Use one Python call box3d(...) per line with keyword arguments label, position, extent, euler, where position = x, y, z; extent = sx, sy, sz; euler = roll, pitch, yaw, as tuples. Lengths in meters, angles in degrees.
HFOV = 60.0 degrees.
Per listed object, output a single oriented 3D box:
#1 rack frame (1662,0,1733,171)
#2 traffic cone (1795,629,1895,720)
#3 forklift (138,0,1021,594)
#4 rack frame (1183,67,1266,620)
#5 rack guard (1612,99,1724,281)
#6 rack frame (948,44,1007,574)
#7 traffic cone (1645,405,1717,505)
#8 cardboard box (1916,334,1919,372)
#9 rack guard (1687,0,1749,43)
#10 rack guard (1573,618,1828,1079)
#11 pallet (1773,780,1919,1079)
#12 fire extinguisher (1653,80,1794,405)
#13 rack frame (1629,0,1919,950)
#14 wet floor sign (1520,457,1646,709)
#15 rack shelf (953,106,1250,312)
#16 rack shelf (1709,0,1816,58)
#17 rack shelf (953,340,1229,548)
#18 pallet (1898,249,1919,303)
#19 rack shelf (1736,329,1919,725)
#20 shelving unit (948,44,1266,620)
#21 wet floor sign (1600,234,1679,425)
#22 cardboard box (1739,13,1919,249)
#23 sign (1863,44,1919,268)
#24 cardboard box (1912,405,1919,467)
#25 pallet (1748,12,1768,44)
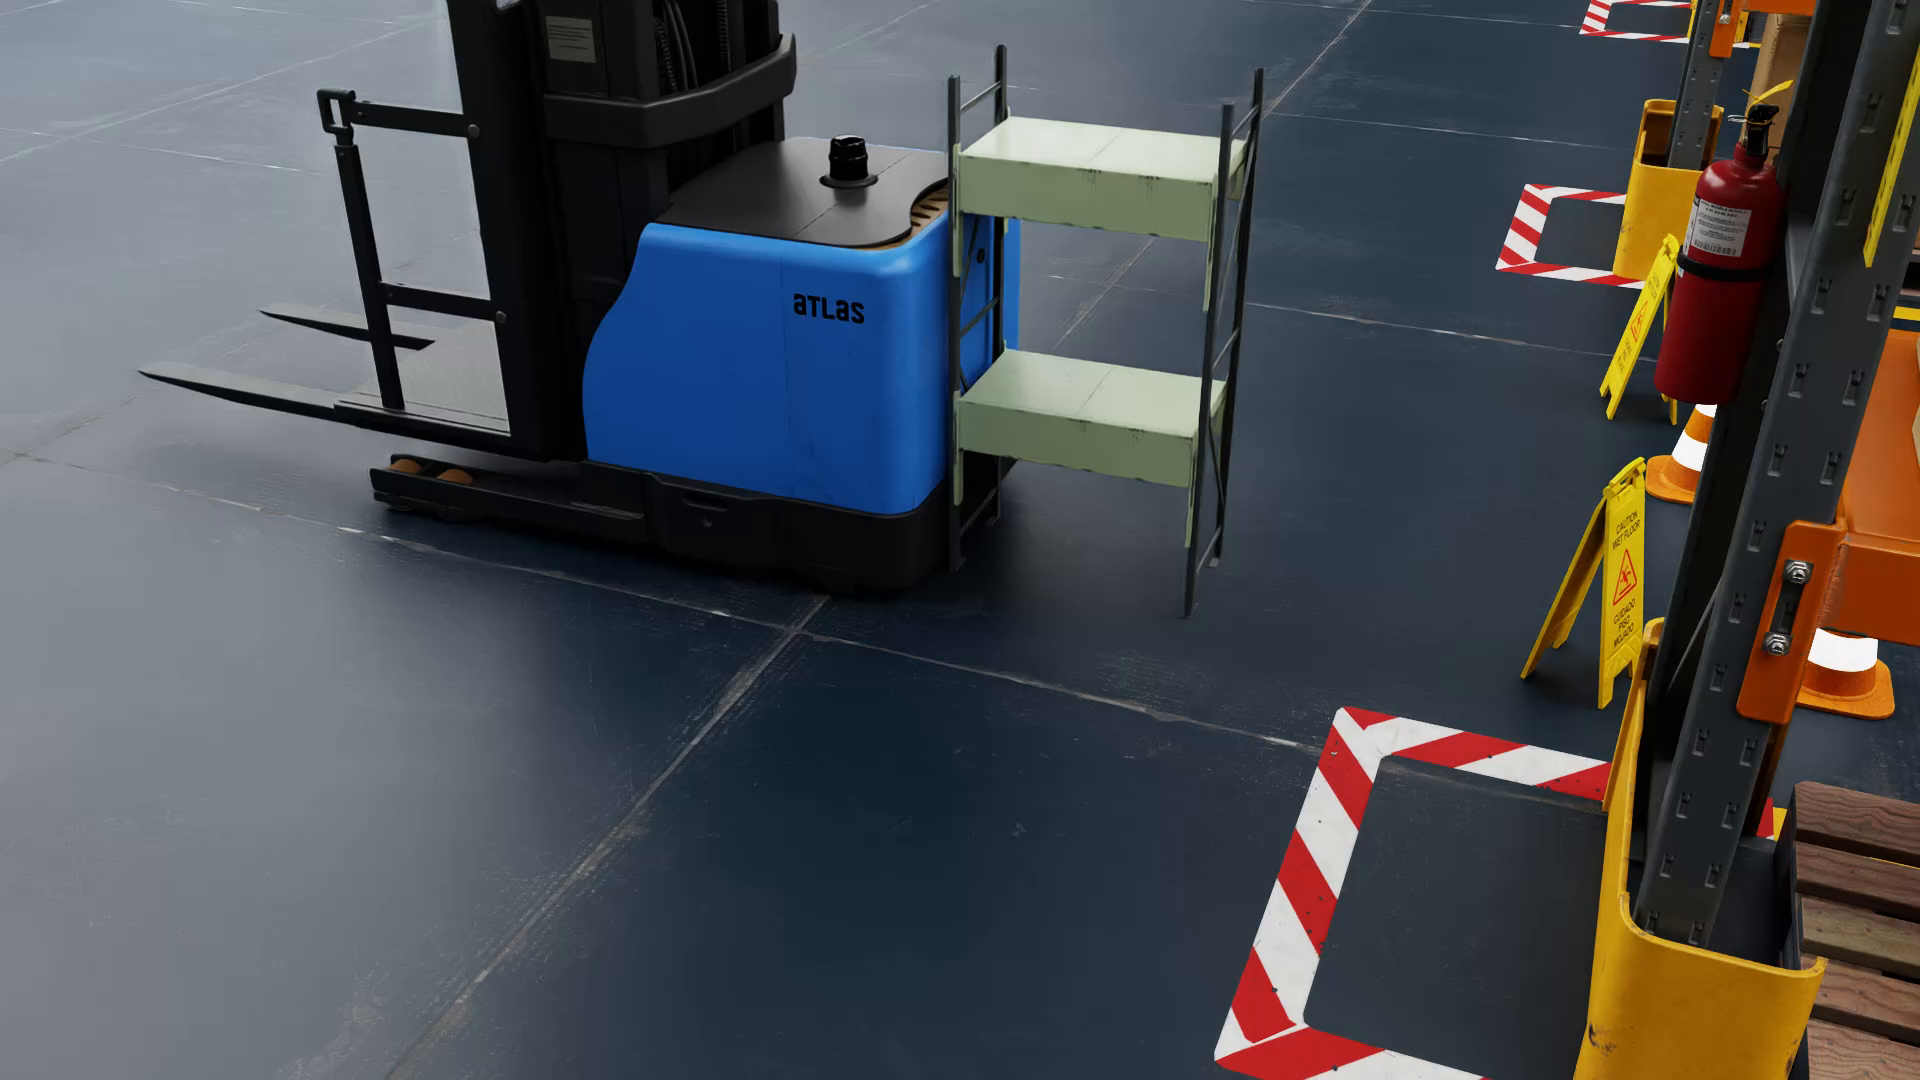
box3d(label="rack frame", position=(3.259, -2.689, 6.960), extent=(0.127, 3.000, 1.000), euler=(11, 31, 19))
box3d(label="traffic cone", position=(2.375, 0.182, 4.458), extent=(0.334, 0.463, 0.336), euler=(11, 31, 19))
box3d(label="forklift", position=(-1.365, -1.563, 5.037), extent=(3.031, 2.935, 1.130), euler=(11, 31, 18))
box3d(label="rack frame", position=(0.732, -0.514, 4.635), extent=(0.023, 1.500, 0.400), euler=(11, 31, 18))
box3d(label="rack guard", position=(3.237, -1.606, 7.583), extent=(0.348, 0.500, 1.175), euler=(11, 31, 19))
box3d(label="rack frame", position=(0.050, -0.644, 4.865), extent=(0.023, 1.500, 0.400), euler=(11, 31, 18))
box3d(label="traffic cone", position=(2.477, -0.387, 5.464), extent=(0.334, 0.463, 0.336), euler=(11, 31, 19))
box3d(label="cardboard box", position=(1.919, -0.333, 3.046), extent=(0.250, 0.149, 0.380), euler=(12, 32, 21))
box3d(label="rack guard", position=(5.288, -3.830, 11.518), extent=(0.348, 0.500, 1.175), euler=(11, 31, 19))
box3d(label="rack guard", position=(1.562, 0.688, 3.524), extent=(0.348, 0.500, 1.175), euler=(11, 31, 19))
box3d(label="pallet", position=(2.302, 0.981, 3.300), extent=(1.213, 0.211, 1.003), euler=(11, 31, 19))
box3d(label="fire extinguisher", position=(1.559, -0.611, 3.362), extent=(0.183, 0.674, 0.296), euler=(11, 31, 19))
box3d(label="rack frame", position=(1.492, -0.414, 2.934), extent=(0.127, 3.000, 1.000), euler=(11, 31, 19))
box3d(label="wet floor sign", position=(1.718, 0.088, 4.438), extent=(0.232, 0.644, 0.267), euler=(24, 37, 36))
box3d(label="rack shelf", position=(0.391, -0.919, 4.558), extent=(0.720, 0.370, 0.431), euler=(11, 31, 18))
box3d(label="rack shelf", position=(5.112, -2.006, 6.482), extent=(4.000, 0.370, 1.077), euler=(11, 31, 19))
box3d(label="rack shelf", position=(0.391, -0.295, 4.910), extent=(0.720, 0.370, 0.431), euler=(11, 31, 18))
box3d(label="pallet", position=(4.029, -1.363, 7.447), extent=(1.213, 0.211, 1.003), euler=(11, 31, 19))
box3d(label="rack shelf", position=(3.345, 0.269, 2.456), extent=(4.000, 0.370, 1.077), euler=(11, 31, 19))
box3d(label="shelving unit", position=(0.391, -0.579, 4.750), extent=(0.755, 1.500, 0.431), euler=(11, 31, 18))
box3d(label="wet floor sign", position=(2.488, -0.767, 5.951), extent=(0.232, 0.644, 0.267), euler=(6, 30, 11))
box3d(label="cardboard box", position=(3.912, -1.852, 7.211), extent=(0.875, 0.875, 0.875), euler=(11, 31, 19))
box3d(label="sign", position=(1.288, -0.543, 2.283), extent=(0.005, 0.325, 0.100), euler=(11, 31, 19))
box3d(label="cardboard box", position=(1.729, -0.147, 2.717), extent=(0.250, 0.149, 0.380), euler=(11, 31, 19))
box3d(label="pallet", position=(6.028, -3.538, 11.295), extent=(1.213, 0.211, 1.003), euler=(11, 31, 19))
